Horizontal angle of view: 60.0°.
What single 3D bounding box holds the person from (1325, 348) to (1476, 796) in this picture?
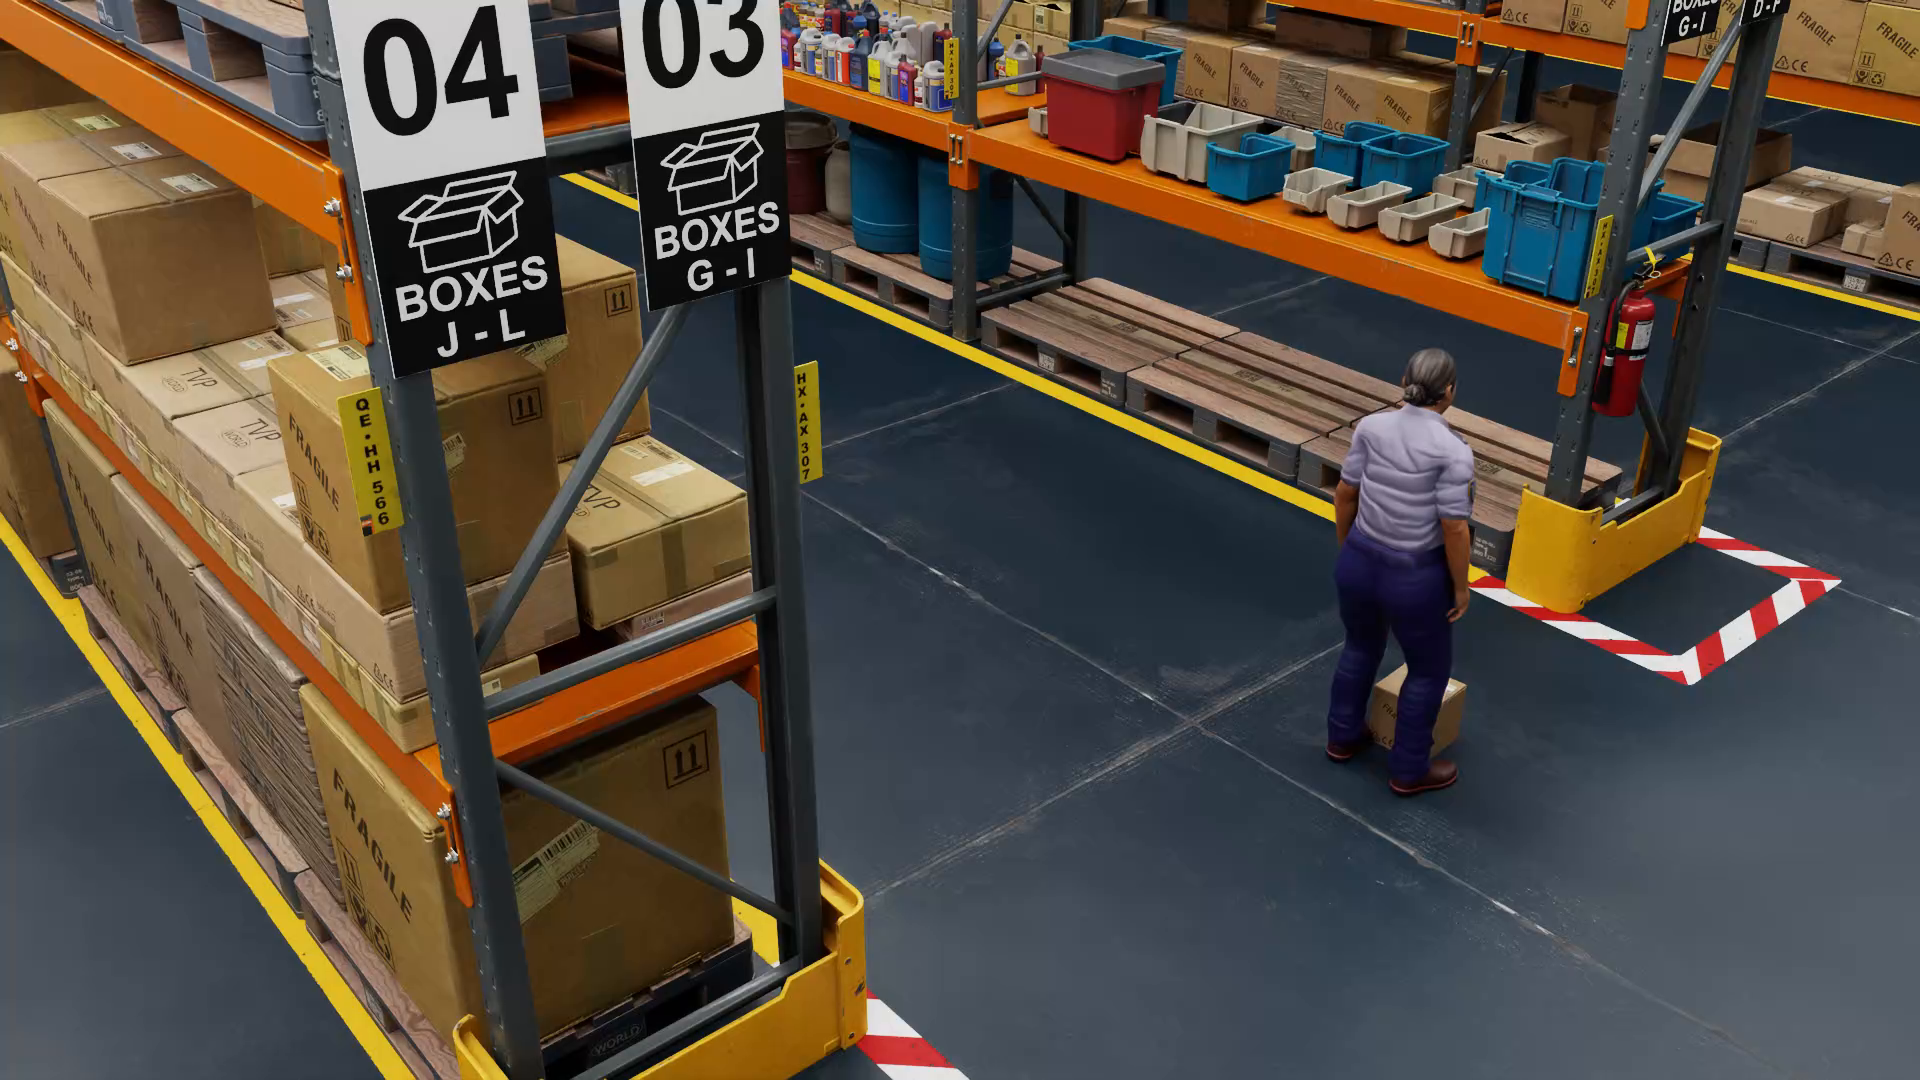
[{"bbox_3d":[1.572,0.120,5.910,0.375,1.651,0.560,-25,37,-38],"label":"person"}]
